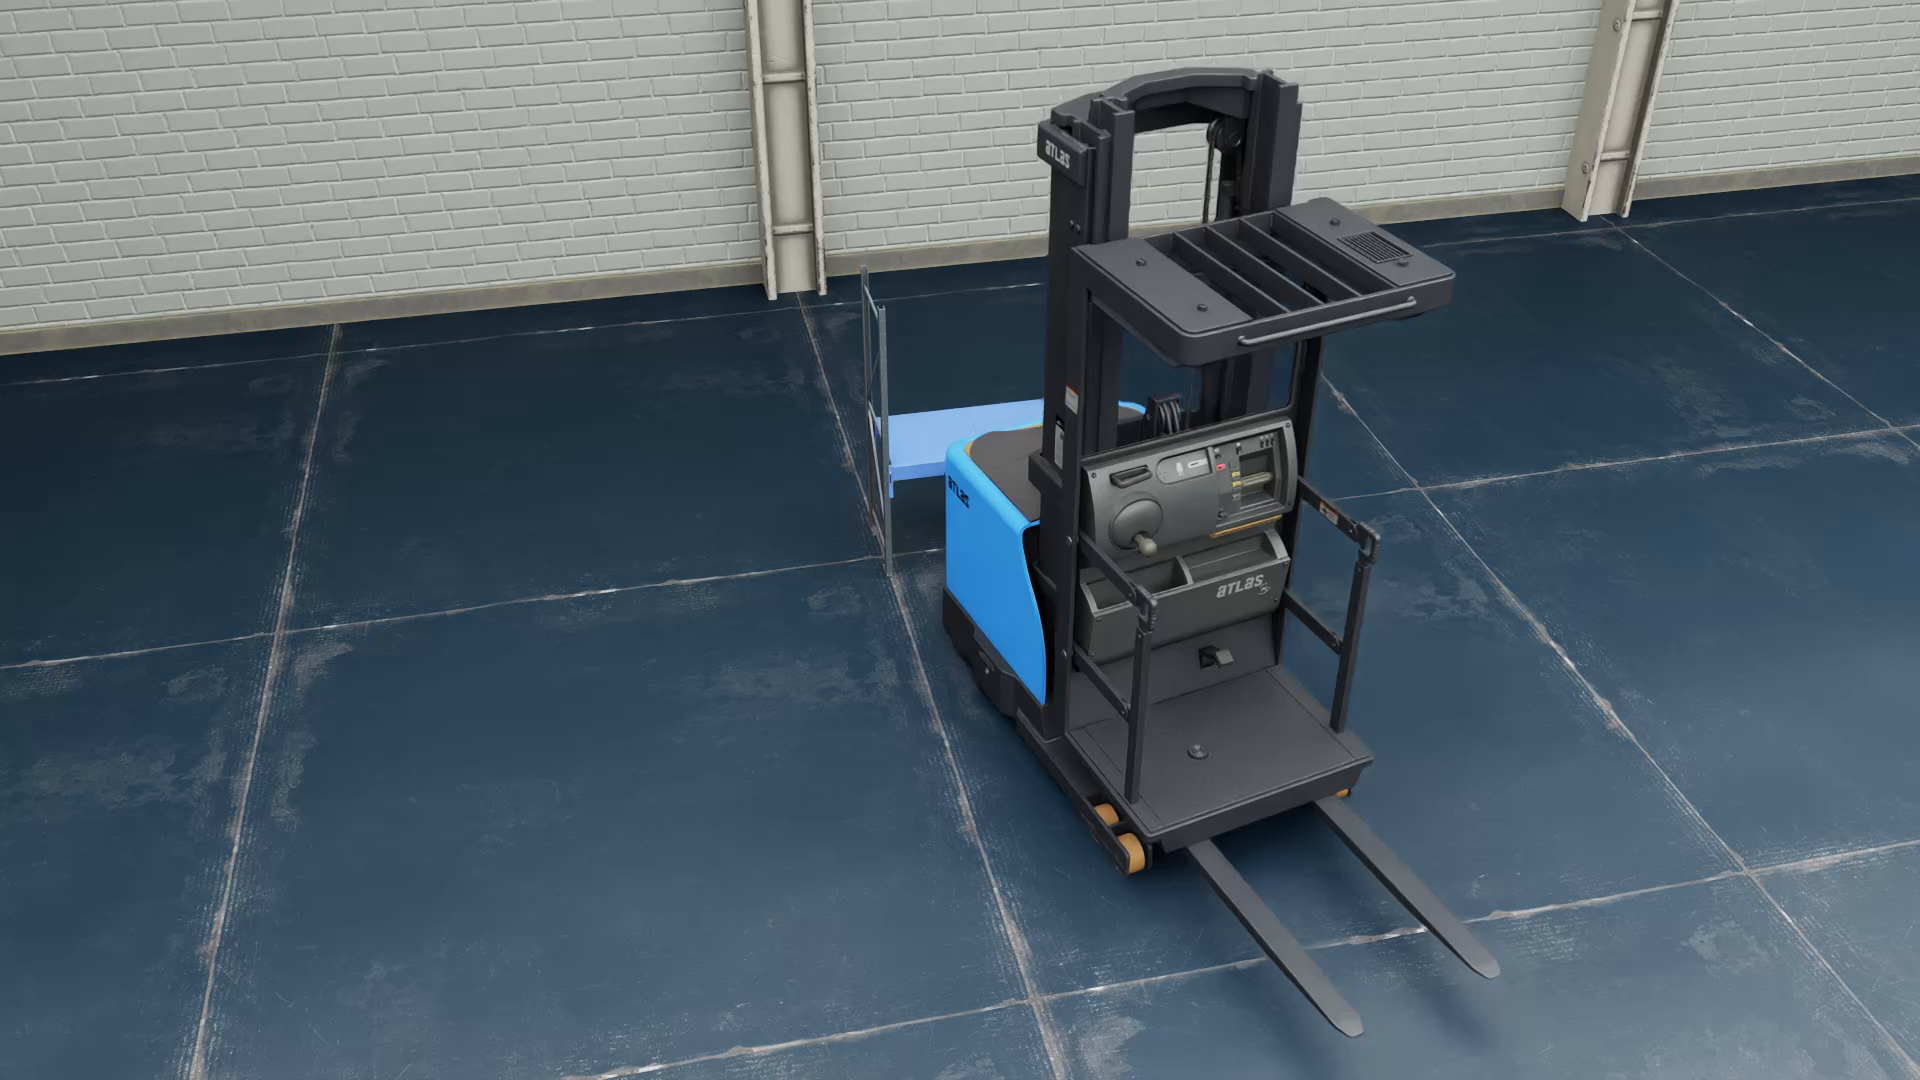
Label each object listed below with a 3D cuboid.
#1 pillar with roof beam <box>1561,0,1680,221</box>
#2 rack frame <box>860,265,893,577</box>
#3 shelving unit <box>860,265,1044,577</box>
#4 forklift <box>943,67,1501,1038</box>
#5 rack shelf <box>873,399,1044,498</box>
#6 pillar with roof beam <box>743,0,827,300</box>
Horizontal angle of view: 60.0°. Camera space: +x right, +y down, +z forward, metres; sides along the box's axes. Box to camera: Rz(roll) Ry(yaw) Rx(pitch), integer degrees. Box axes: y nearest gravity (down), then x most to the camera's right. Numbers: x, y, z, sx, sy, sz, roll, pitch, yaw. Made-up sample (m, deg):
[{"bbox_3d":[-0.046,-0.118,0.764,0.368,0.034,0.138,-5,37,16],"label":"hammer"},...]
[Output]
[{"bbox_3d":[5.678,-3.851,6.413,0.400,9.000,9.100,-7,35,-11],"label":"pillar with roof beam"},{"bbox_3d":[-0.413,-0.571,8.255,0.032,1.500,0.500,-7,35,-11],"label":"rack frame"},{"bbox_3d":[0.083,-0.633,8.348,1.048,1.500,0.538,-7,35,-11],"label":"shelving unit"},{"bbox_3d":[1.008,-0.145,6.335,1.130,2.935,3.031,-15,37,-21],"label":"forklift"},{"bbox_3d":[0.083,-0.484,8.448,1.000,0.185,0.538,-7,35,-11],"label":"rack shelf"},{"bbox_3d":[-0.174,-3.114,5.314,0.400,9.000,9.100,-7,35,-11],"label":"pillar with roof beam"}]
